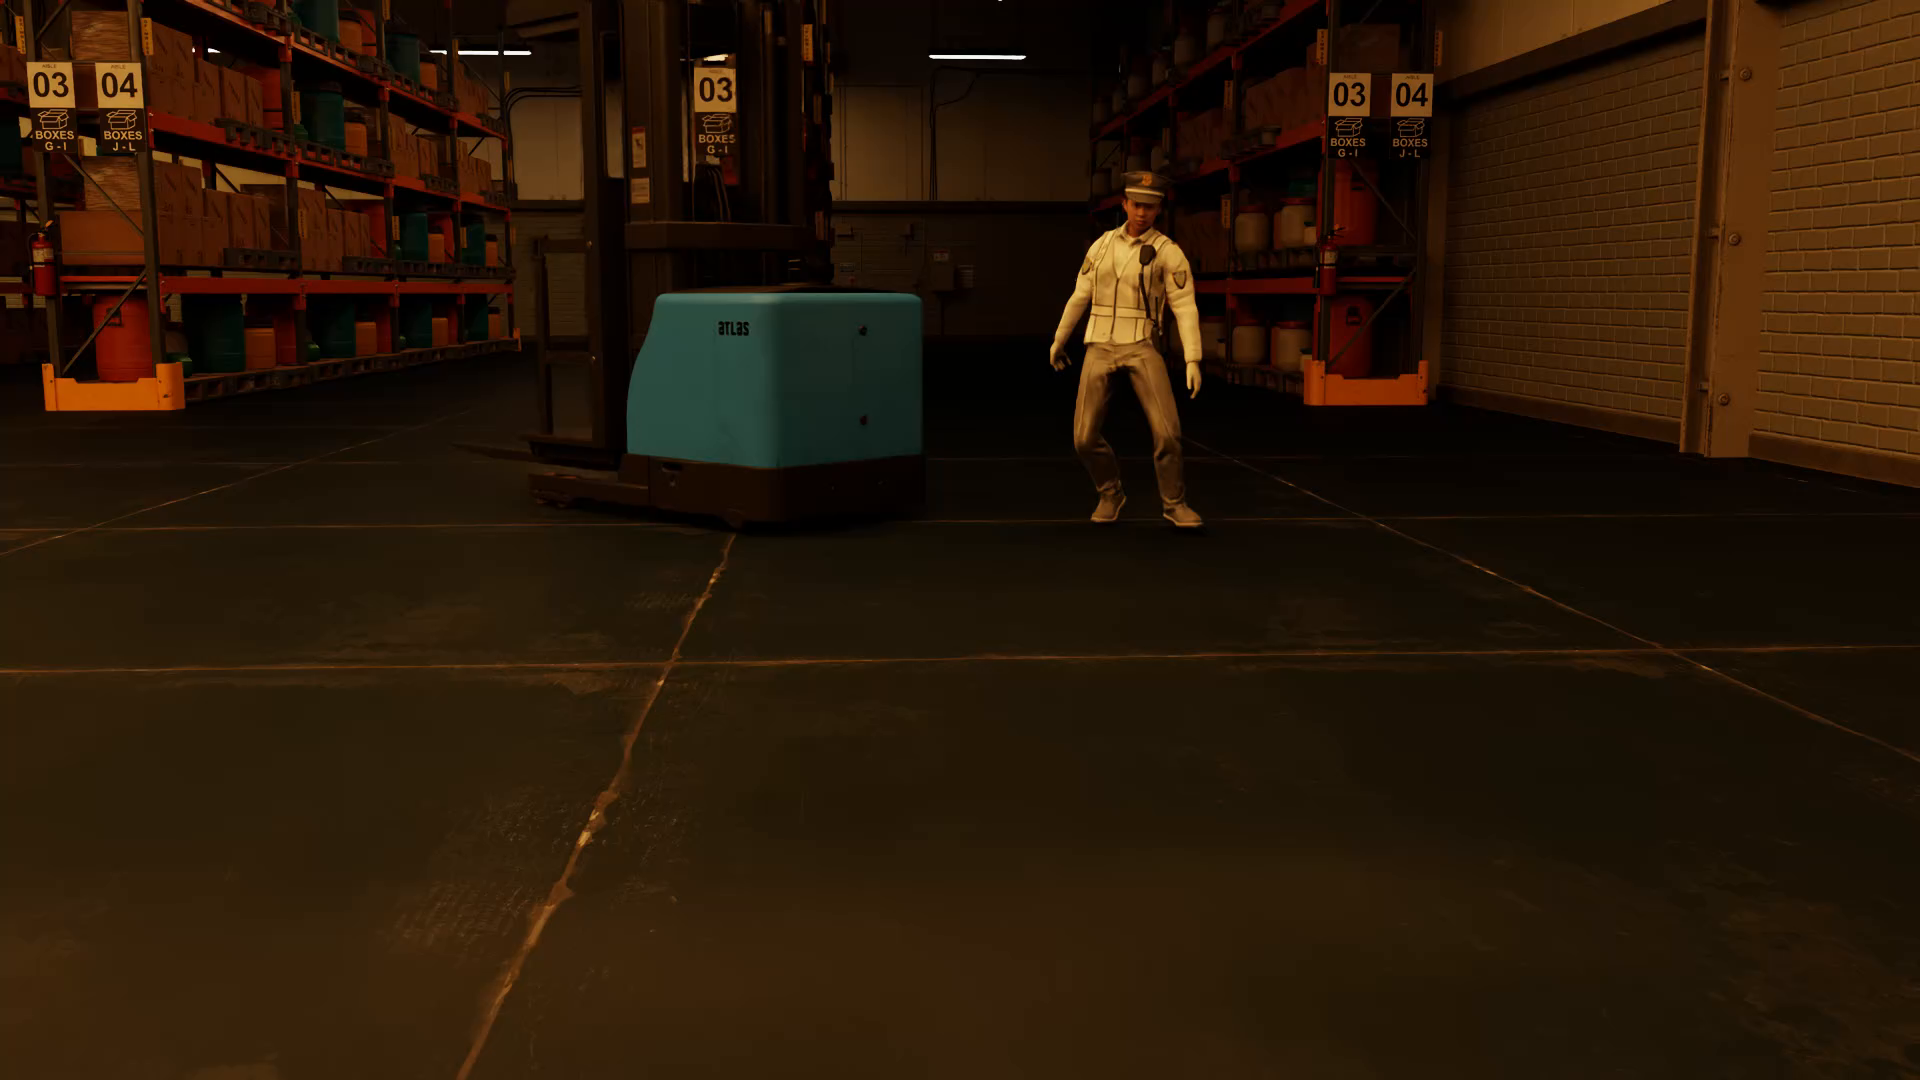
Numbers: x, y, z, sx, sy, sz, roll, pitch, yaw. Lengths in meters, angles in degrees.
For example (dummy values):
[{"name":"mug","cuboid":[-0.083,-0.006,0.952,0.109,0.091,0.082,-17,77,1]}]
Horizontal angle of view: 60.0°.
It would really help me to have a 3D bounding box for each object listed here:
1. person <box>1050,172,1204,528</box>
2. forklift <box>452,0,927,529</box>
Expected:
[{"name":"person","cuboid":[0.766,-0.855,7.574,0.814,1.595,0.464,5,10,32]},{"name":"forklift","cuboid":[-1.575,-1.659,8.506,3.031,2.935,1.130,8,12,43]}]
